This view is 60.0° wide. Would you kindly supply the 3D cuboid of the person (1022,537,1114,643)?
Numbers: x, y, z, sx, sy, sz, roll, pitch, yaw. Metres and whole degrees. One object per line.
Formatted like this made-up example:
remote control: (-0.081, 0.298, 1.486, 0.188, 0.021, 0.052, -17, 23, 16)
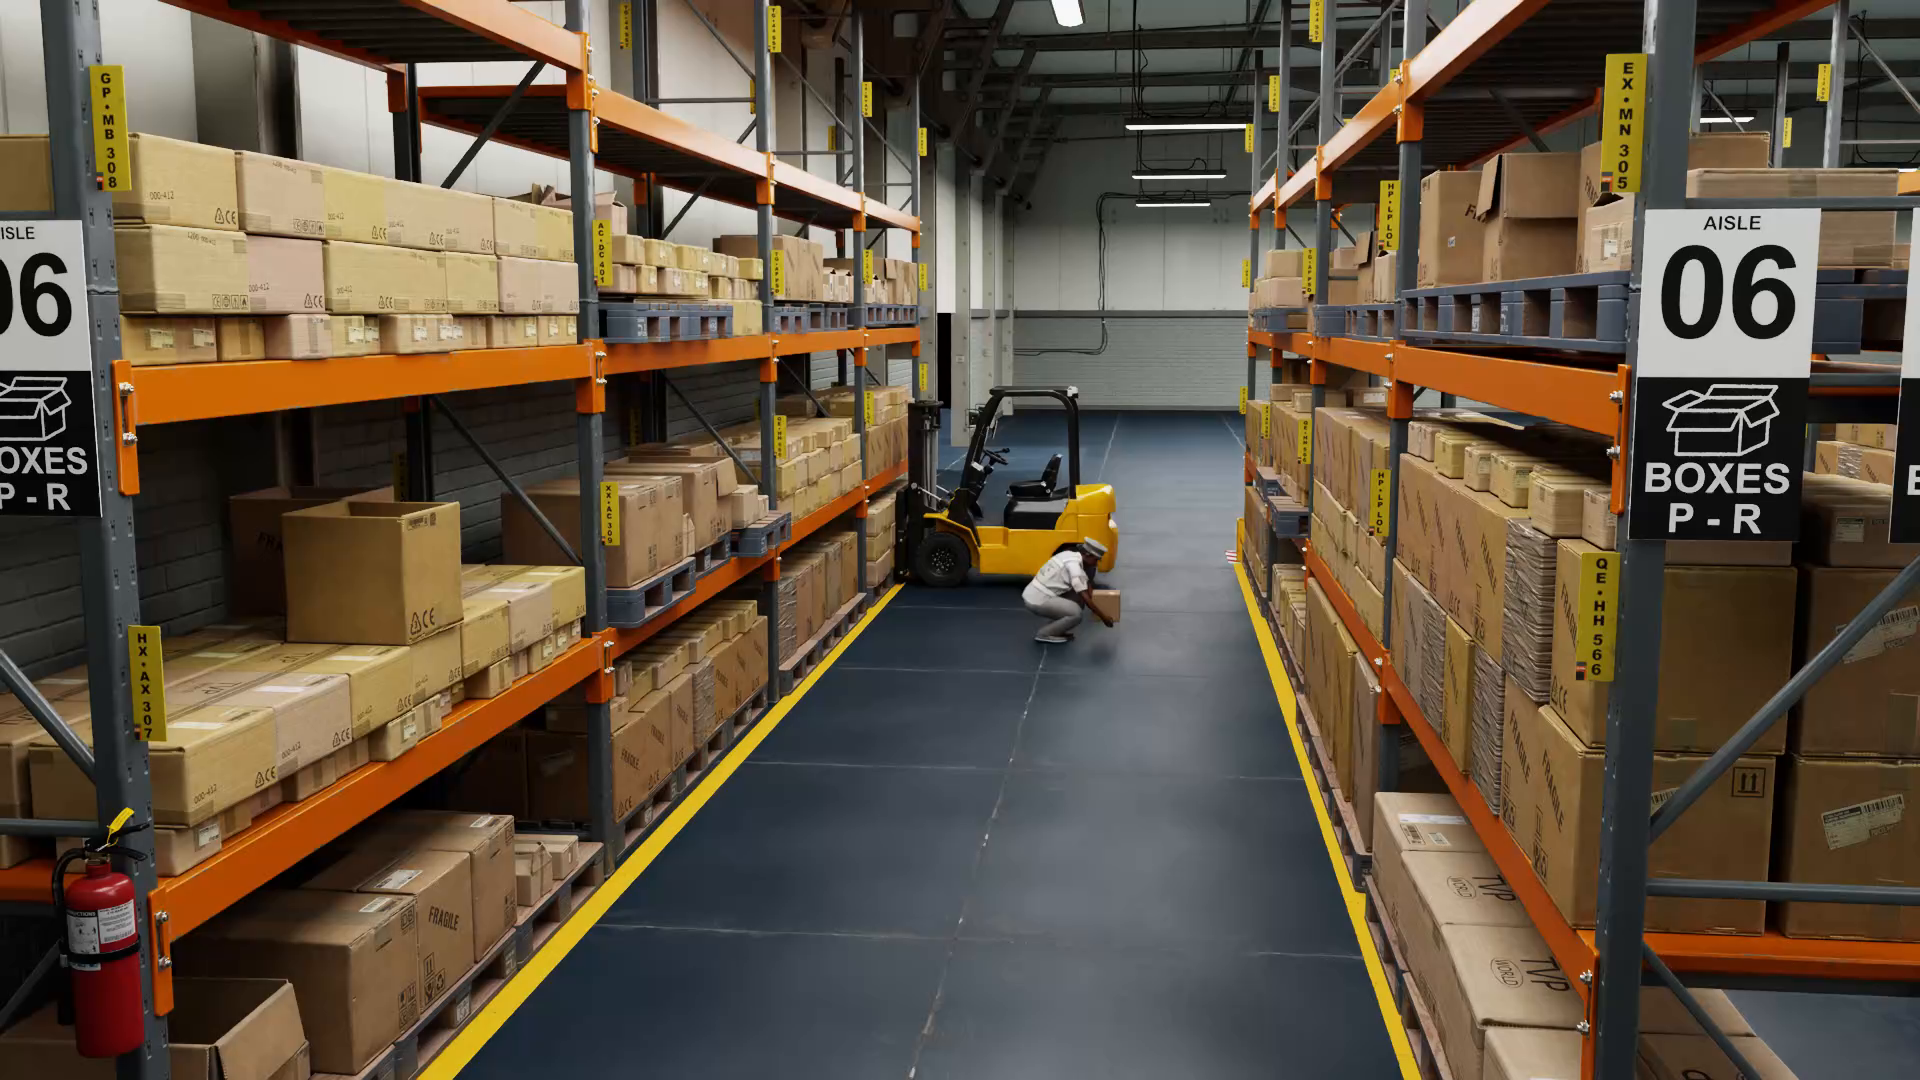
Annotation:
person: (0.989, 0.454, 15.148, 0.843, 0.954, 0.493, 1, 8, 6)
